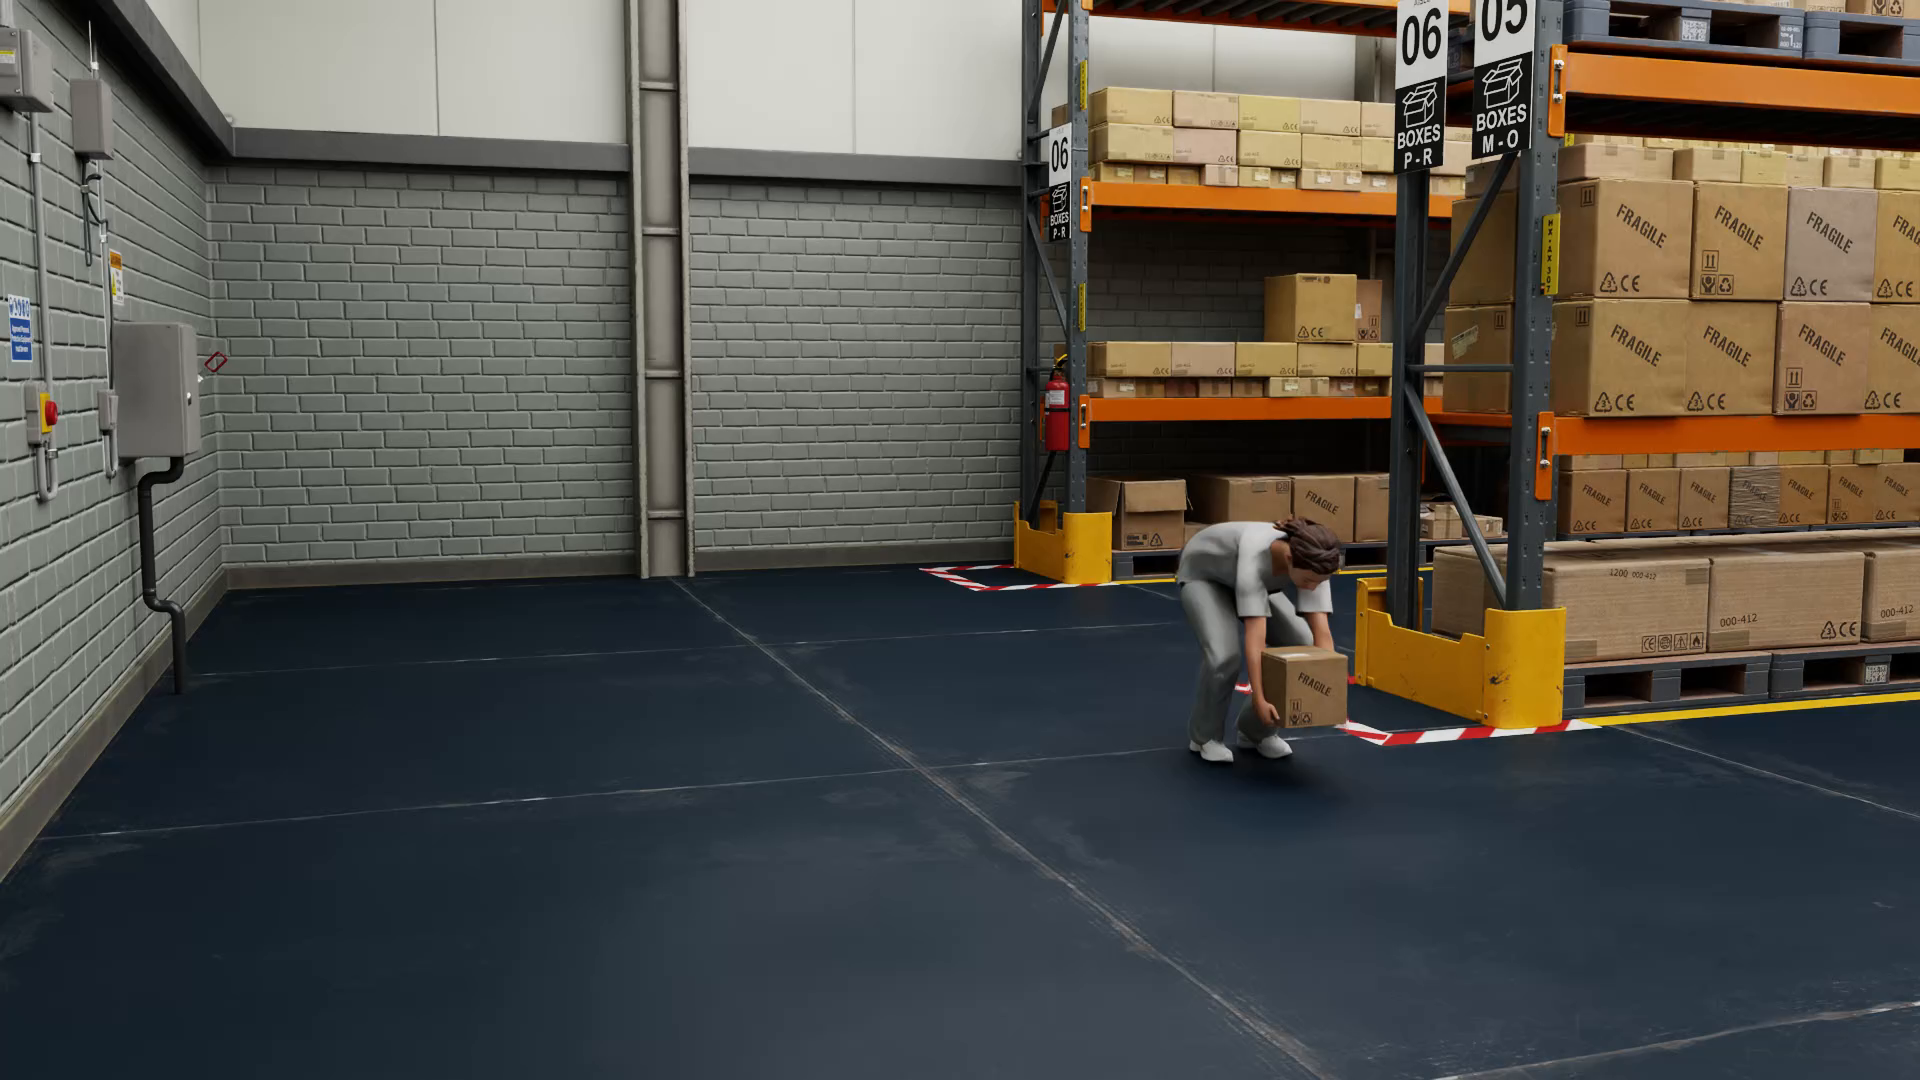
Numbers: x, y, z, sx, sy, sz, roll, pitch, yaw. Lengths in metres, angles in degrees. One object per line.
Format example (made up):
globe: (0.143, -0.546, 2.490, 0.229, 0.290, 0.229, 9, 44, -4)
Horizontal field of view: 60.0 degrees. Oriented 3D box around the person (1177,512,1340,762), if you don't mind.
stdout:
person: (1.146, 0.369, 6.312, 0.475, 0.985, 0.866, -2, 6, -21)
